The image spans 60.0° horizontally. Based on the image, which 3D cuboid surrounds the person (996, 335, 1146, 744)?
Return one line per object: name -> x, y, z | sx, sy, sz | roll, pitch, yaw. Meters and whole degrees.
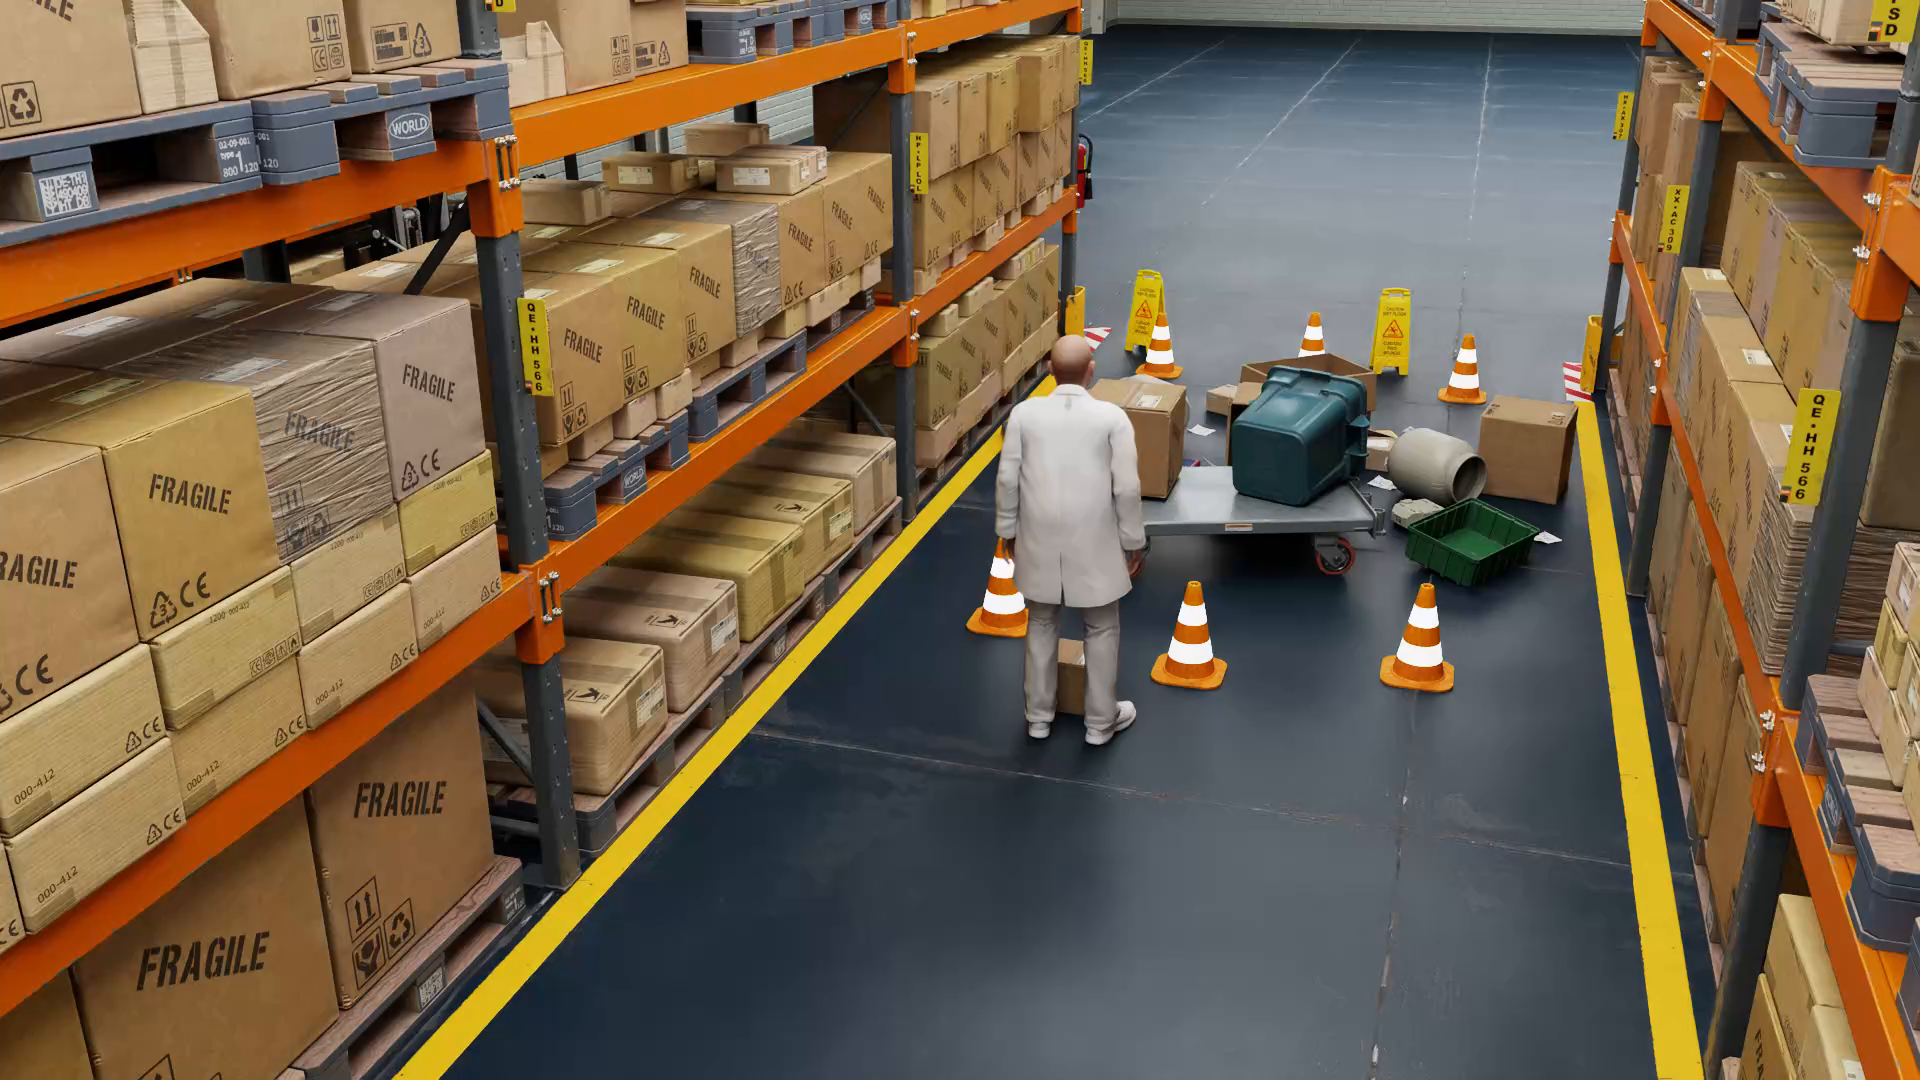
person -> 0.467, 0.094, 7.127 | 0.653, 1.586, 0.416 | 6, 22, 15
